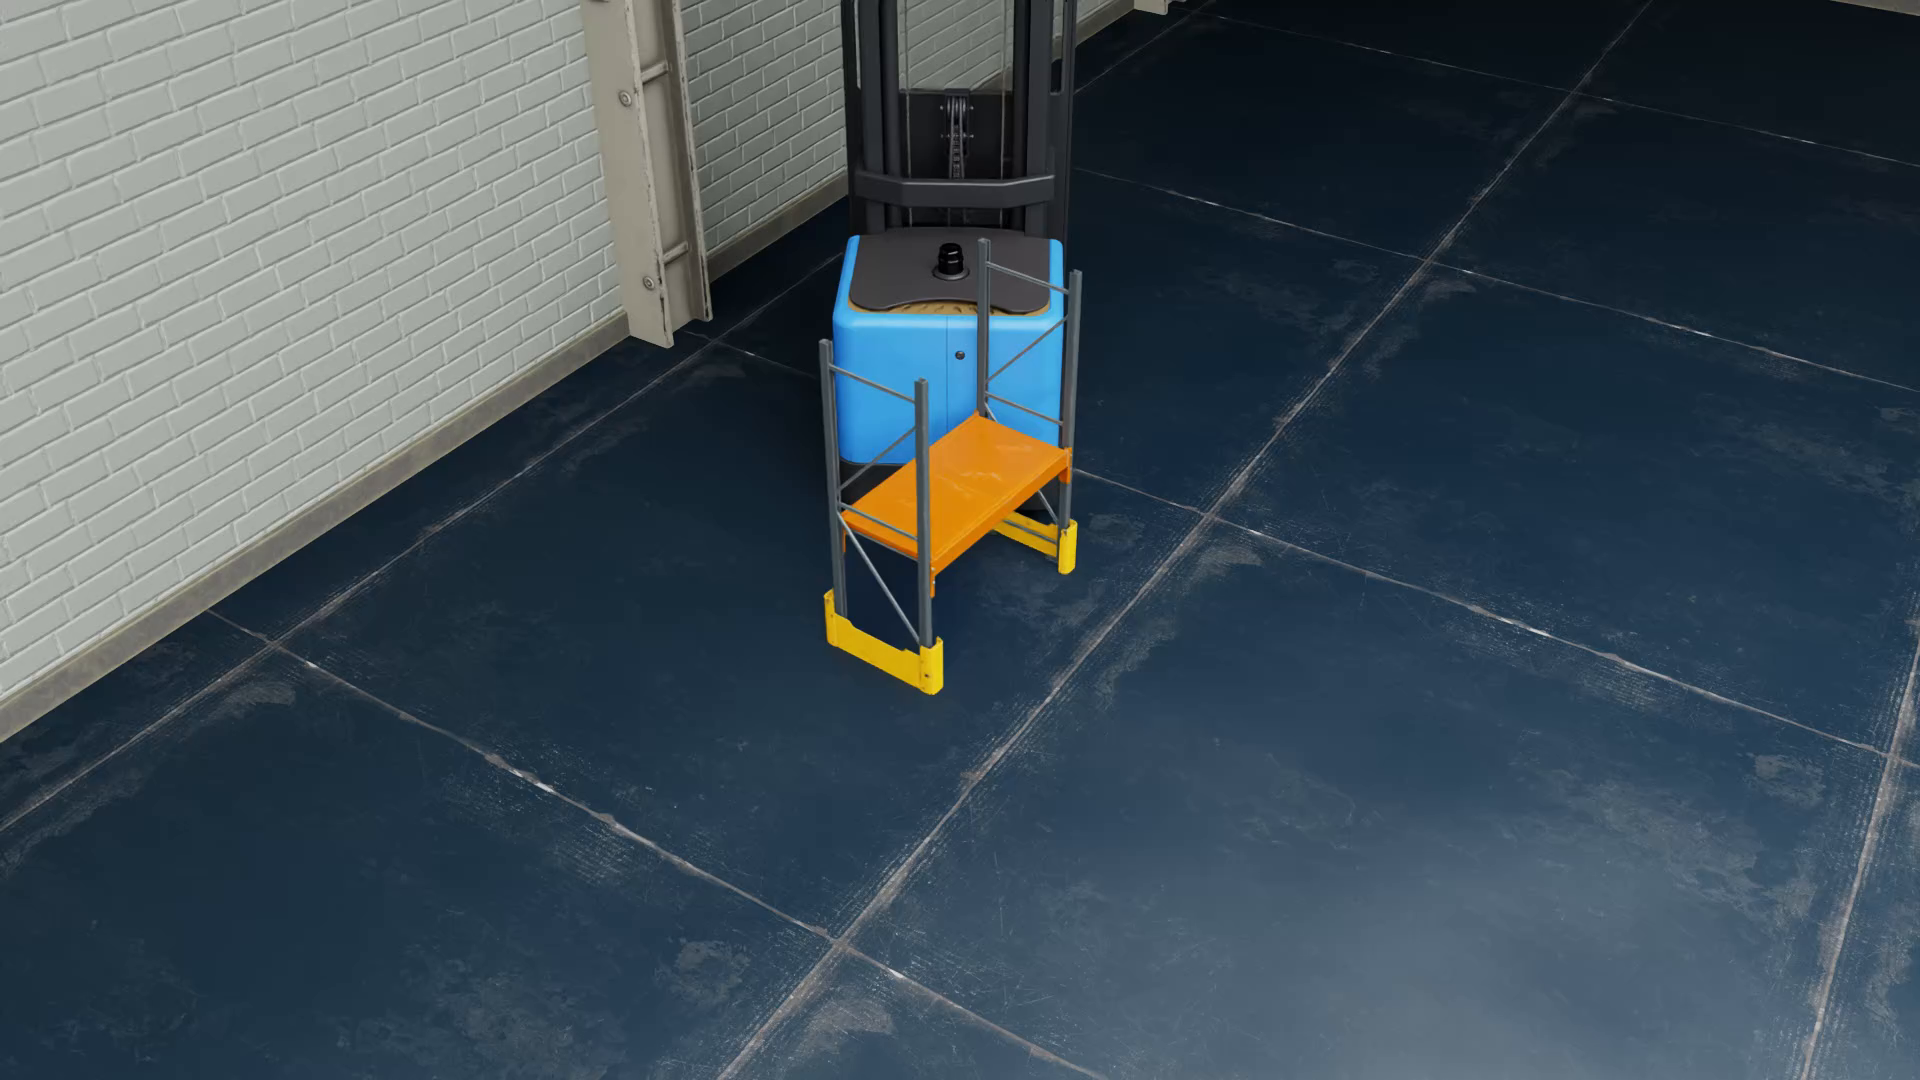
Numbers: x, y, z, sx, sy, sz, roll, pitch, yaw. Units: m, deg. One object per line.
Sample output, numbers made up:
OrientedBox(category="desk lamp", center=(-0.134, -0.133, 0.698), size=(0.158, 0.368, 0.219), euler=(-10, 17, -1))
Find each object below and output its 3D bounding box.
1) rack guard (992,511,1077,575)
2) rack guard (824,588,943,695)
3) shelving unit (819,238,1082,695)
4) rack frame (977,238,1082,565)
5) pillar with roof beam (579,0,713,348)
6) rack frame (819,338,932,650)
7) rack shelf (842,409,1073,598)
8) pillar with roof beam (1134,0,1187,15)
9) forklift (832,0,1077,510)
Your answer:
OrientedBox(category="rack guard", center=(0.272, -0.064, 7.628), size=(0.587, 0.250, 0.087), euler=(24, 44, 28))
OrientedBox(category="rack guard", center=(-0.323, 0.424, 6.995), size=(0.587, 0.250, 0.087), euler=(24, 44, 28))
OrientedBox(category="shelving unit", center=(-0.026, -0.315, 6.930), size=(0.587, 1.500, 1.083), euler=(24, 44, 28))
OrientedBox(category="rack frame", center=(0.283, -0.568, 7.258), size=(0.500, 1.500, 0.032), euler=(24, 44, 28))
OrientedBox(category="pillar with roof beam", center=(2.011, -3.357, 4.735), size=(9.100, 9.000, 0.400), euler=(21, 42, 25))
OrientedBox(category="rack frame", center=(-0.324, -0.070, 6.612), size=(0.500, 1.500, 0.032), euler=(24, 44, 28))
OrientedBox(category="rack shelf", center=(-0.020, -0.177, 7.045), size=(0.538, 0.185, 1.000), euler=(24, 44, 28))
OrientedBox(category="pillar with roof beam", center=(5.225, -6.450, 8.747), size=(9.100, 9.000, 0.400), euler=(21, 42, 25))
OrientedBox(category="forklift", center=(0.005, -2.177, 8.173), size=(1.130, 2.935, 3.031), euler=(1, 38, 2))
